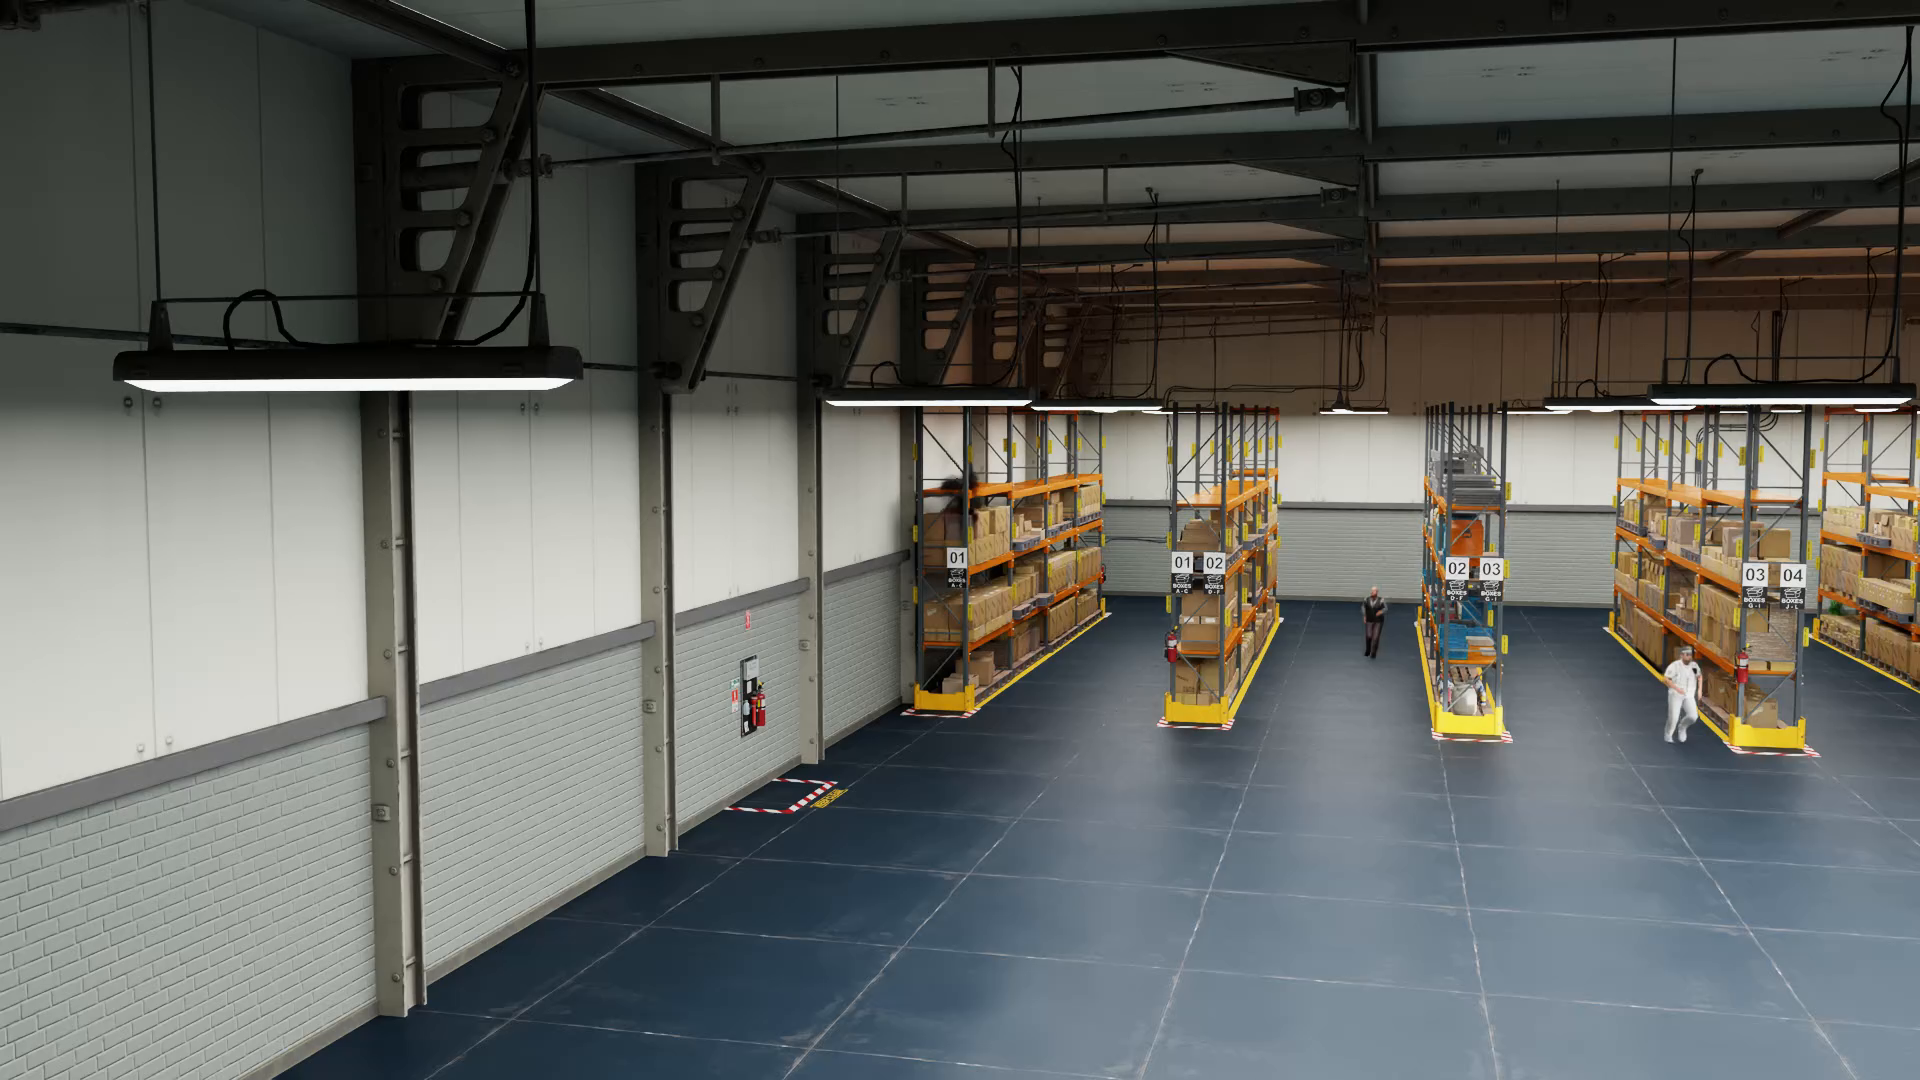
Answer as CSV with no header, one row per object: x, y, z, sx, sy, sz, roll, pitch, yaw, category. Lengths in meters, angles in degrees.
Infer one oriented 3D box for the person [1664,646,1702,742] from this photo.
12.692,2.701,29.115,0.715,1.709,0.624,0,4,2,person

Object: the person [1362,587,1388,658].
9.812,1.961,39.403,0.638,1.698,0.653,2,5,21,person

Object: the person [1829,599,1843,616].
23.293,1.568,44.176,0.705,1.824,0.632,0,4,-4,person
